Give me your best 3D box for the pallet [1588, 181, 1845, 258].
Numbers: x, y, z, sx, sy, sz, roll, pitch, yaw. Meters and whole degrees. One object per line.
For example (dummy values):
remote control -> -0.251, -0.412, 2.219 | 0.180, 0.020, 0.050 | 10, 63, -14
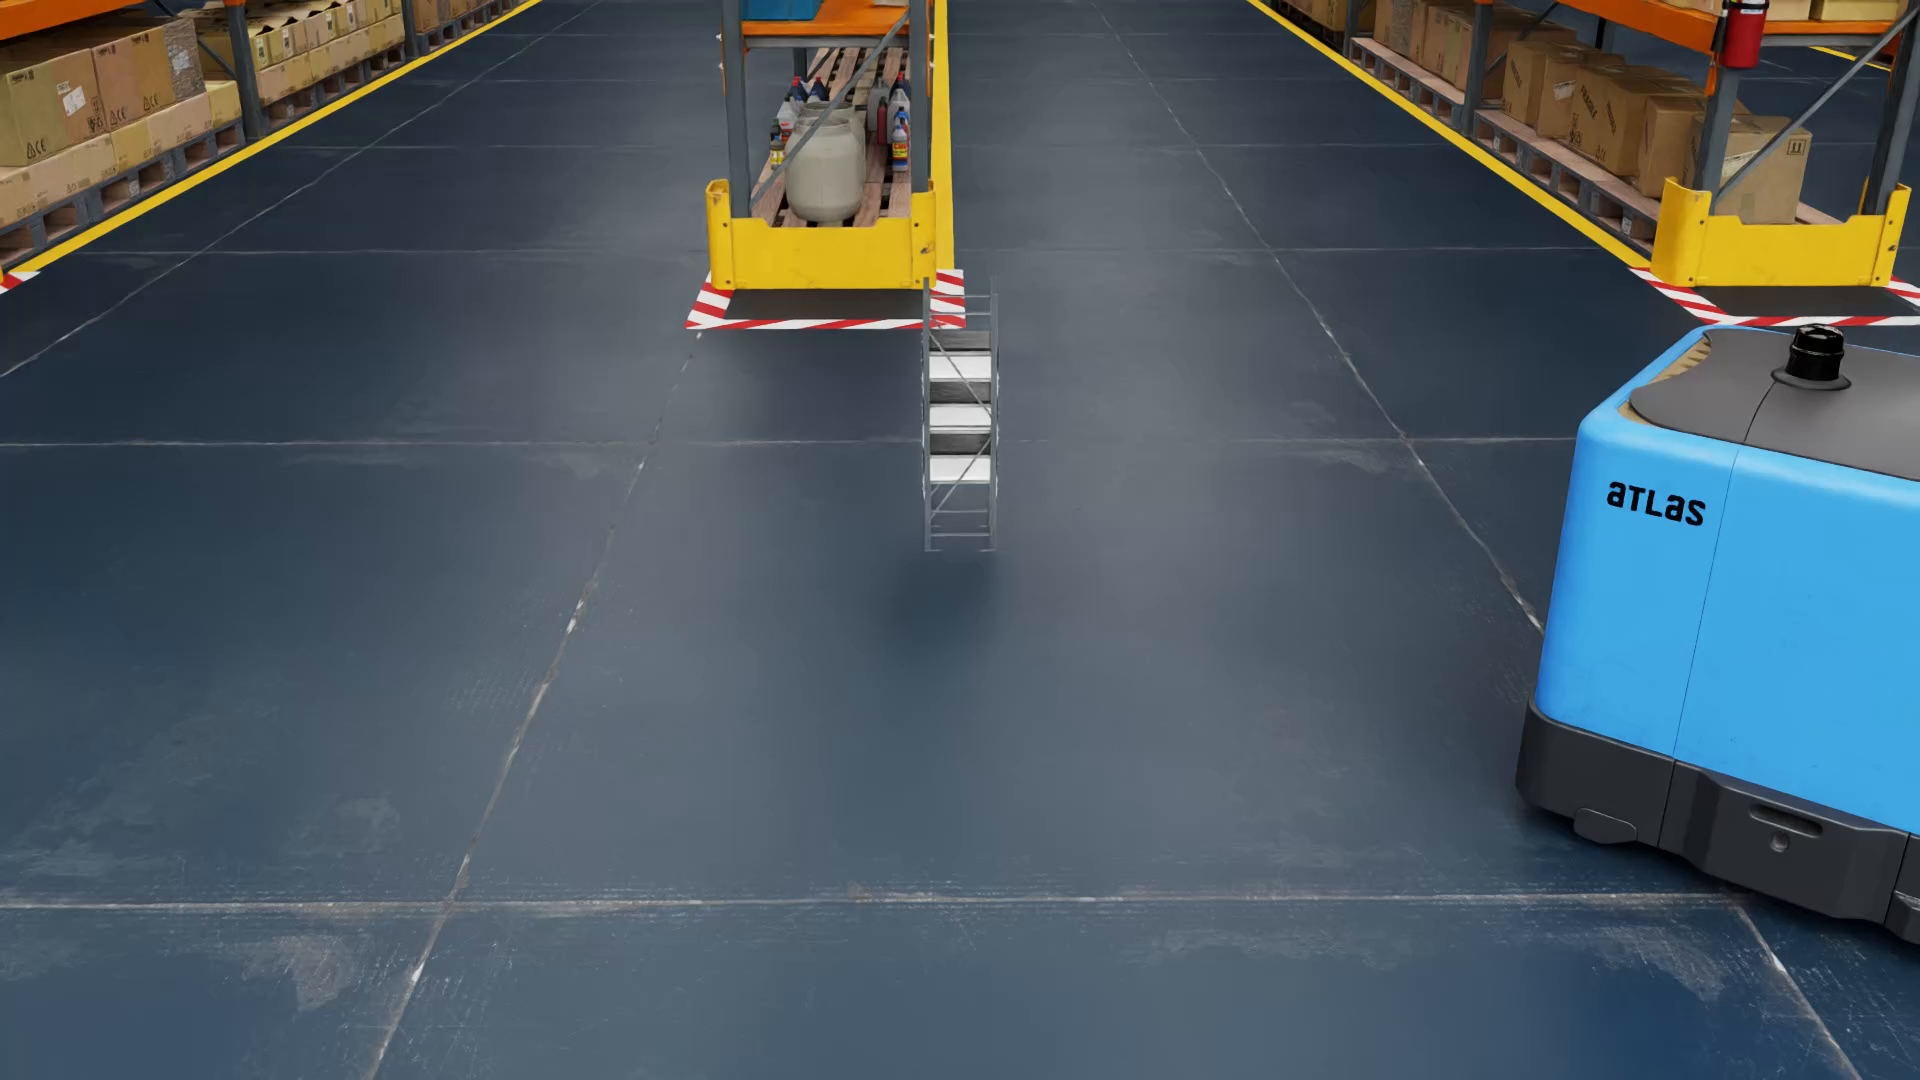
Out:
pallet -> 4.314, -1.824, 9.526 | 1.003, 0.211, 1.213 | 0, 24, -1

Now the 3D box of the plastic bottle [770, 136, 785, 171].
plastic bottle -> -1.122, -2.386, 10.248 | 0.097, 0.201, 0.097 | 0, 24, 0

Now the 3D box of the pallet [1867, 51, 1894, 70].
pallet -> 9.095, -4.410, 15.244 | 1.003, 0.211, 1.213 | 0, 24, -1

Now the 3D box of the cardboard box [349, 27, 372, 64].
cardboard box -> -5.443, -4.285, 14.411 | 0.500, 0.250, 0.500 | 0, 24, 1

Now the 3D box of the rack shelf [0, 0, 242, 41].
rack shelf -> -5.639, -3.182, 10.017 | 1.077, 0.370, 4.000 | 0, 24, -1

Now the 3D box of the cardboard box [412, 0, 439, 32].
cardboard box -> -5.424, -5.232, 16.178 | 0.500, 0.500, 0.500 | 1, 24, 2

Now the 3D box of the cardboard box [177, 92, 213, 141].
cardboard box -> -5.442, -2.876, 11.295 | 0.500, 0.250, 0.500 | 0, 24, -1

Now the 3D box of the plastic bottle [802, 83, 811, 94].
plastic bottle -> -1.112, -3.047, 11.619 | 0.152, 0.276, 0.135 | 1, 24, 1

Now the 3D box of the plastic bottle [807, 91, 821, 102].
plastic bottle -> -0.991, -2.918, 11.338 | 0.097, 0.271, 0.097 | 0, 24, 0

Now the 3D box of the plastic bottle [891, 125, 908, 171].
plastic bottle -> -0.372, -2.412, 10.219 | 0.097, 0.271, 0.097 | 0, 24, 0

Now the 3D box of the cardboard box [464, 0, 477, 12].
cardboard box -> -5.446, -5.869, 17.587 | 0.500, 0.500, 0.500 | -1, 24, -2

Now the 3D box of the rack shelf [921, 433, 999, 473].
rack shelf -> 0.000, -0.301, 5.623 | 0.258, 0.077, 0.200 | 0, 24, -1

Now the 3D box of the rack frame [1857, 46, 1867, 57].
rack frame -> 9.162, -6.005, 15.388 | 1.000, 3.000, 0.127 | 0, 24, -1

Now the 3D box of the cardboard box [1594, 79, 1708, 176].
cardboard box -> 4.270, -2.542, 10.255 | 0.500, 0.500, 0.500 | 2, 24, 4

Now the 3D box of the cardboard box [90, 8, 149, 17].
cardboard box -> -5.969, -3.421, 11.591 | 0.500, 0.500, 0.500 | 0, 24, -1

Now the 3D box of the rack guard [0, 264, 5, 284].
rack guard -> -5.617, -1.536, 8.540 | 1.175, 0.500, 0.348 | 0, 24, -1

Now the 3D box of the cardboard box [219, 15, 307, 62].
cardboard box -> -5.416, -3.905, 12.891 | 0.500, 0.311, 0.500 | -1, 24, -1

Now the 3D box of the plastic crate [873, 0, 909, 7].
plastic crate -> -0.352, -2.956, 8.966 | 0.298, 0.136, 0.250 | 0, 24, -1

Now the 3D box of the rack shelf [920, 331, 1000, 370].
rack shelf -> 0.000, -0.629, 5.474 | 0.258, 0.077, 0.200 | 0, 24, -1

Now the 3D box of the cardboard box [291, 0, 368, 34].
cardboard box -> -5.438, -4.539, 14.292 | 0.500, 0.311, 0.500 | 0, 24, -1

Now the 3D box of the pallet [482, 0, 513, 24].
pallet -> -5.701, -6.024, 18.814 | 1.003, 0.211, 1.213 | 0, 24, -1

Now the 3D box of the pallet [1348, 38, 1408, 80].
pallet -> 4.208, -4.432, 15.293 | 1.003, 0.211, 1.213 | 0, 24, -1

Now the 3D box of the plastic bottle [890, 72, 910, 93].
plastic bottle -> -0.412, -3.084, 11.609 | 0.144, 0.351, 0.185 | -1, 24, -2

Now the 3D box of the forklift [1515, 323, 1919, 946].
forklift -> 2.878, -0.423, 3.129 | 3.031, 2.935, 1.130 | 18, 30, 34

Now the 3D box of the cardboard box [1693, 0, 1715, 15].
cardboard box -> 4.077, -2.833, 8.679 | 0.380, 0.149, 0.250 | 0, 24, -1

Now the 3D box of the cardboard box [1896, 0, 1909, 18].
cardboard box -> 9.079, -4.920, 15.209 | 1.050, 0.750, 0.750 | -1, 24, -1

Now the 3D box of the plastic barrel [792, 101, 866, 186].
plastic barrel -> -0.753, -2.241, 9.575 | 0.421, 0.512, 0.421 | 0, 24, 0

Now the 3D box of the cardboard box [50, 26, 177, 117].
cardboard box -> -5.434, -3.011, 10.685 | 0.500, 0.500, 0.500 | 0, 24, -1

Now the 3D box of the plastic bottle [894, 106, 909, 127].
plastic bottle -> -0.379, -2.678, 10.807 | 0.097, 0.271, 0.097 | 0, 24, 0

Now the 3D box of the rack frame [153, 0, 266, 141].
rack frame -> -5.661, -4.333, 11.691 | 1.000, 3.000, 0.127 | 0, 24, -1

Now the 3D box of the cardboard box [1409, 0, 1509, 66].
cardboard box -> 4.261, -4.348, 14.223 | 0.700, 0.500, 0.500 | 2, 24, 4

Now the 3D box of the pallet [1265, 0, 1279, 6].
pallet -> 4.228, -6.716, 20.343 | 1.003, 0.211, 1.213 | 0, 24, -1

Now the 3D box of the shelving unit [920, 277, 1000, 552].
shelving unit -> 0.000, -0.413, 5.572 | 0.258, 0.900, 0.210 | 0, 24, -1

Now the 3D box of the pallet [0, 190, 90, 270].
pallet -> -5.667, -1.730, 9.318 | 1.003, 0.211, 1.213 | 0, 24, -1

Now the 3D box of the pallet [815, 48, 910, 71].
pallet -> -0.782, -4.412, 15.250 | 1.003, 0.211, 1.213 | 0, 24, -1

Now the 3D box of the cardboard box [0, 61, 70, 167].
cardboard box -> -5.408, -2.393, 9.319 | 0.500, 0.500, 0.500 | 0, 24, -1

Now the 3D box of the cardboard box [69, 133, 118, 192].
cardboard box -> -5.415, -2.258, 9.929 | 0.500, 0.250, 0.500 | 0, 24, -1

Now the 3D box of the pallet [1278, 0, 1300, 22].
pallet -> 4.242, -6.085, 18.948 | 1.003, 0.211, 1.213 | 0, 24, -1

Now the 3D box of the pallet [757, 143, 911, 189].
pallet -> -0.726, -2.303, 10.585 | 1.003, 0.211, 1.213 | 0, 24, -1

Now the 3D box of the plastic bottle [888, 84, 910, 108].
plastic bottle -> -0.407, -2.871, 11.139 | 0.144, 0.351, 0.185 | 0, 24, -1

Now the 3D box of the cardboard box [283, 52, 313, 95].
cardboard box -> -5.422, -3.650, 13.007 | 0.500, 0.250, 0.500 | 0, 24, 1

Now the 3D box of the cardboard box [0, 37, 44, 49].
cardboard box -> -5.950, -2.803, 10.225 | 0.500, 0.500, 0.500 | 0, 24, -1

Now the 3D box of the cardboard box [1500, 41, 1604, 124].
cardboard box -> 4.209, -3.264, 11.850 | 0.500, 0.500, 0.500 | -1, 24, -2

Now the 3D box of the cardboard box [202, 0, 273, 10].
cardboard box -> -5.969, -4.320, 13.809 | 0.500, 0.311, 0.500 | -1, 24, -1

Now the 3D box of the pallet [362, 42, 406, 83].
pallet -> -5.734, -4.372, 15.160 | 1.003, 0.211, 1.213 | 0, 24, -1

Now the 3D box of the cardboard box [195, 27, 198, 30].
cardboard box -> -5.952, -3.693, 12.422 | 0.500, 0.311, 0.500 | 0, 24, -1

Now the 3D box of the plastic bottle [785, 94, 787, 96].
plastic bottle -> -1.152, -2.836, 11.144 | 0.061, 0.283, 0.133 | 1, 24, 2

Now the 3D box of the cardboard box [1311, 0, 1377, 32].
cardboard box -> 4.215, -5.532, 16.411 | 1.225, 0.875, 0.875 | -1, 24, -3

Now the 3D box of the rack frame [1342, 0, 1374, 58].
rack frame -> 4.201, -6.025, 15.431 | 1.000, 3.000, 0.127 | 0, 24, -1

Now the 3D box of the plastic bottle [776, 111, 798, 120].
plastic bottle -> -1.099, -2.581, 10.589 | 0.152, 0.276, 0.135 | -1, 24, -2

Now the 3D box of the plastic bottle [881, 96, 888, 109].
plastic bottle -> -0.509, -2.830, 11.129 | 0.061, 0.283, 0.133 | 0, 24, -1

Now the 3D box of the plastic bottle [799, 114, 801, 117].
plastic bottle -> -0.991, -2.528, 10.462 | 0.061, 0.283, 0.133 | 0, 24, -1

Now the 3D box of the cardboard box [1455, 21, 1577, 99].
cardboard box -> 4.260, -3.691, 12.771 | 0.700, 0.500, 0.500 | -2, 24, -5

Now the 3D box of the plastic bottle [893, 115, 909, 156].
plastic bottle -> -0.376, -2.553, 10.532 | 0.097, 0.271, 0.097 | 0, 24, 0
